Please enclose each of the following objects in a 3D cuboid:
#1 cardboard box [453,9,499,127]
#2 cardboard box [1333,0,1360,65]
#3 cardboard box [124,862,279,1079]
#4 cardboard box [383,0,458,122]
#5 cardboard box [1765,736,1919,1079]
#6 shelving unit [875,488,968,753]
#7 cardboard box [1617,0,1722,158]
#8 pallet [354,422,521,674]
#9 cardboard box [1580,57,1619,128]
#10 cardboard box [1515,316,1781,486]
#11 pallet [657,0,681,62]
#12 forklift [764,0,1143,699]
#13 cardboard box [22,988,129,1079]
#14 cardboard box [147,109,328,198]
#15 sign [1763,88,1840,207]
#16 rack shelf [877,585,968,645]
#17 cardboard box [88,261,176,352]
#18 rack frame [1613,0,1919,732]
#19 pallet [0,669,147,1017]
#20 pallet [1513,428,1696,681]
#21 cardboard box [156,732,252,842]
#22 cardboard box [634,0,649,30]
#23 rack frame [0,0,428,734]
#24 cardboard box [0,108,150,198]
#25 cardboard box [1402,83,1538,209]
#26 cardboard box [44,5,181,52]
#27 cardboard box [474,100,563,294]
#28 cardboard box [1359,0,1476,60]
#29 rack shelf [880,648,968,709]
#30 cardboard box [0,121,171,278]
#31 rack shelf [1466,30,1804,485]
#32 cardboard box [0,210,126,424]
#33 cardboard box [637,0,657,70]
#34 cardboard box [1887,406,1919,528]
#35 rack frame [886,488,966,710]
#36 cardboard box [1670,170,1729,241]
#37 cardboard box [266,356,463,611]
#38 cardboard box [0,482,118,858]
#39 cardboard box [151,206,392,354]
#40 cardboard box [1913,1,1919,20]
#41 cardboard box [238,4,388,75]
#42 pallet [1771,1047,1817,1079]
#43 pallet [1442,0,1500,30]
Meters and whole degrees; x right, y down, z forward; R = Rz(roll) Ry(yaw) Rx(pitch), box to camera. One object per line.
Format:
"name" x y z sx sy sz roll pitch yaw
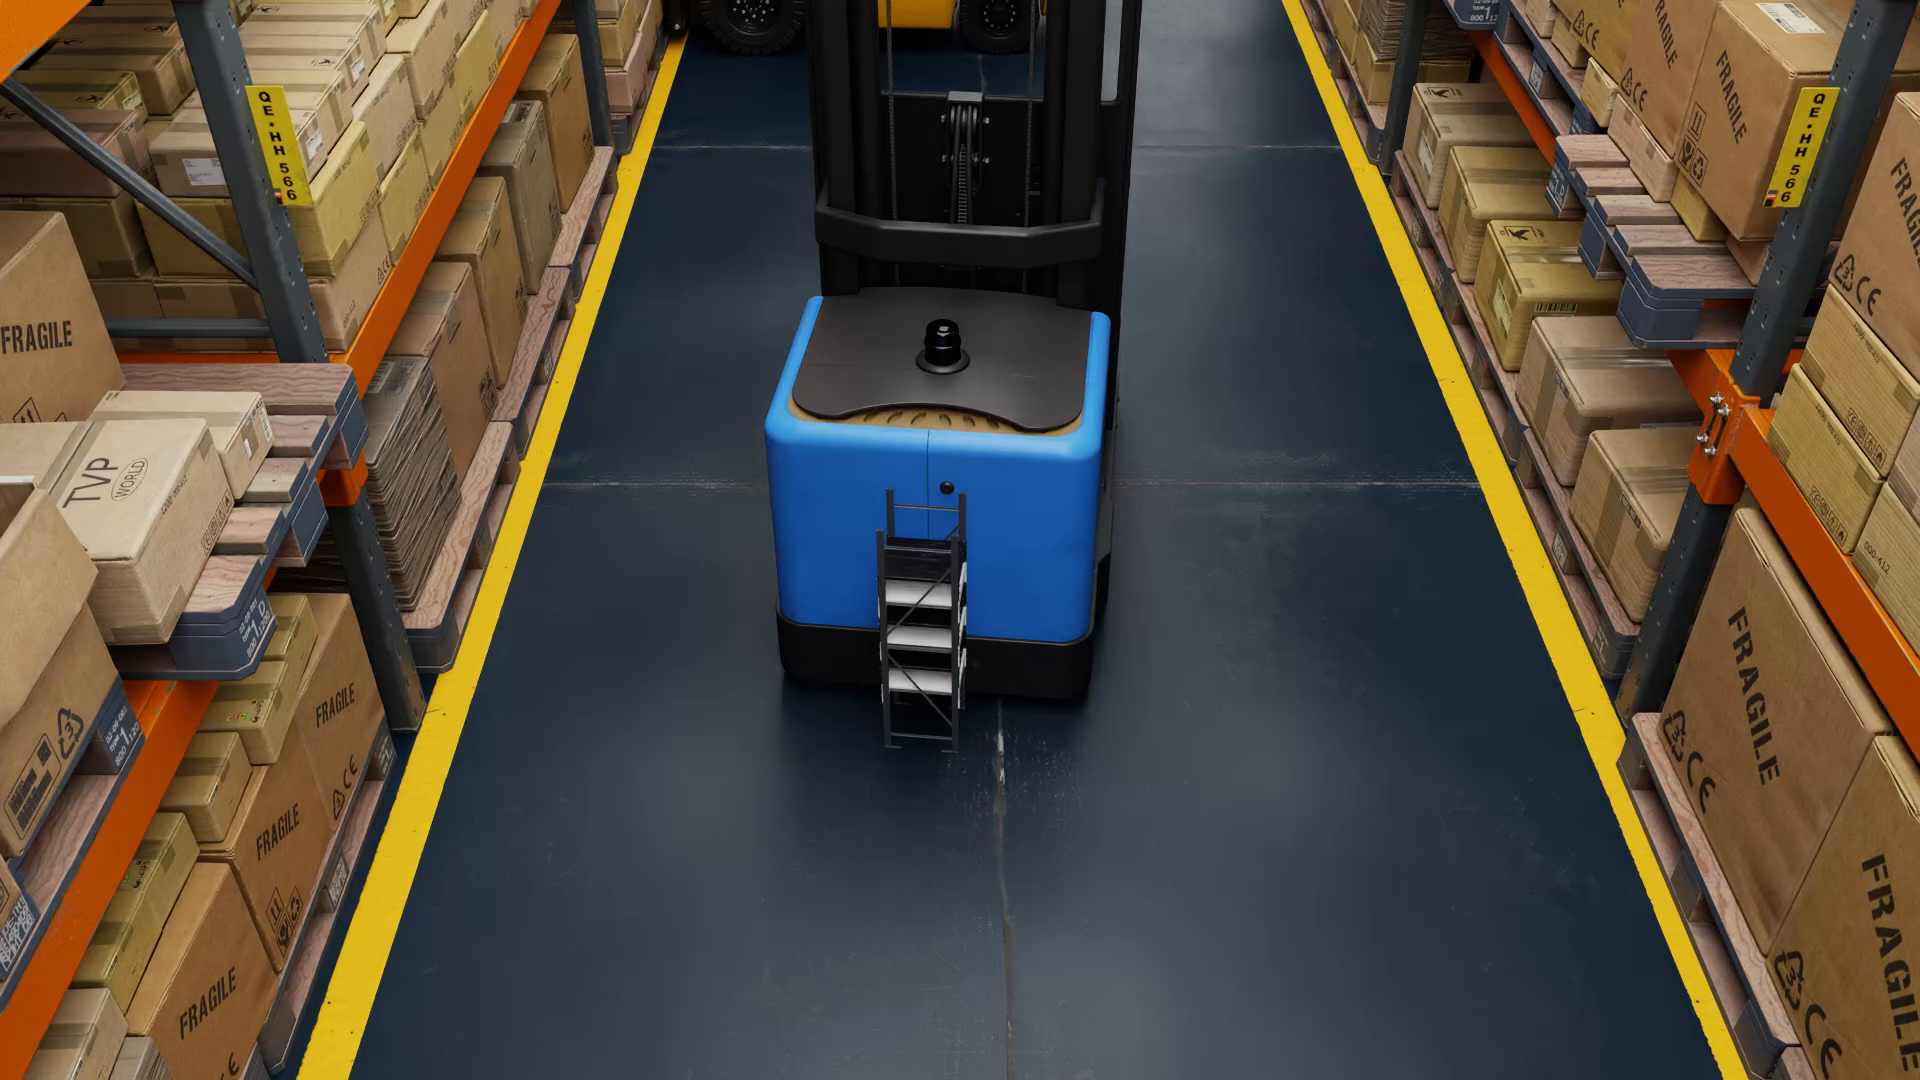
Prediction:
"cardboard box" -2.037 -1.755 6.161 0.500 0.250 0.500 1 39 1
"cardboard box" 2.400 -2.875 9.302 0.500 0.250 0.500 -1 39 -1
"cardboard box" -2.070 1.141 4.090 0.500 0.500 0.500 2 39 2
"cardboard box" -2.017 -1.629 5.605 0.500 0.250 0.500 -1 39 -1
"cardboard box" 2.599 1.074 3.874 0.875 0.875 0.875 0 39 1
"shelving unit" -0.113 0.267 5.197 0.258 0.900 0.210 4 39 5
"cardboard box" 2.395 -1.507 5.078 0.500 0.500 0.500 -1 39 -1
"pallet" -2.241 -0.001 6.083 1.003 0.211 1.213 0 39 0
"cardboard box" 2.325 -1.506 5.596 0.380 0.149 0.250 1 39 1
"cardboard box" 2.685 -0.534 6.283 0.950 0.372 0.625 -1 39 -1
"pallet" -2.247 -3.250 10.137 1.003 0.211 1.213 0 39 0
"forklift" 0.069 -1.534 5.820 1.130 2.935 3.031 4 39 5
"cardboard box" -2.052 1.122 3.596 0.380 0.149 0.250 -2 39 -2
"cardboard box" -1.985 -1.066 4.583 0.380 0.149 0.250 1 39 1
"sign" 2.142 -0.995 4.231 0.100 0.325 0.005 0 39 0
"rack shelf" -0.113 0.223 5.162 0.258 0.077 0.200 4 39 5
"cardboard box" -2.535 -0.797 4.966 0.500 0.250 0.500 -1 39 -1
"rack frame" 2.685 -0.581 4.576 1.000 3.000 0.127 0 39 0
"pallet" -2.272 0.716 3.111 1.003 0.211 1.213 0 39 0
"pallet" 2.685 0.019 6.058 1.003 0.211 1.213 0 39 0
"cardboard box" -2.038 0.628 4.212 0.380 0.149 0.250 -1 39 -2
"cardboard box" -1.978 -2.980 9.033 0.500 0.250 0.500 0 39 0
"rack frame" -2.279 -0.575 4.568 1.000 3.000 0.127 0 39 0
"cardboard box" -2.482 -1.070 4.588 0.380 0.149 0.250 1 39 1
"cardboard box" 2.683 -1.892 7.978 0.950 0.372 0.625 0 39 1
"cardboard box" -2.603 -1.549 5.186 0.380 0.149 0.250 -1 39 -1
"cardboard box" -2.278 -1.502 7.288 0.875 0.625 0.625 0 39 0
"cardboard box" 2.411 -2.835 8.653 0.500 0.500 0.500 -1 39 -1
"rack shelf" -0.113 0.434 5.330 0.258 0.077 0.200 4 39 5
"cardboard box" -2.557 -0.992 4.809 0.500 0.250 0.500 1 39 1
"rack shelf" 2.682 -1.551 6.361 1.077 0.370 4.000 0 39 0
"cardboard box" -2.435 -0.456 4.004 0.500 0.500 0.500 2 39 2
"cardboard box" -1.969 -2.787 9.192 0.500 0.250 0.500 -1 39 -1
"cardboard box" 2.438 -0.077 3.667 0.500 0.250 0.500 1 39 1
"rack frame" -0.102 0.204 5.276 0.240 0.900 0.006 4 39 5
"cardboard box" 2.376 -1.019 4.988 0.380 0.149 0.250 1 39 1
"cardboard box" -2.266 -0.202 5.666 0.875 0.625 0.625 1 39 1
"cardboard box" -2.092 0.242 3.131 0.797 0.503 0.637 -1 39 -1
"cardboard box" -2.035 -0.794 4.962 0.500 0.250 0.500 0 39 0
"cardboard box" 2.916 -1.181 4.672 0.500 0.500 0.500 -1 39 -1
"cardboard box" -2.025 -1.557 5.196 0.380 0.149 0.250 0 39 0
"pallet" 2.609 1.762 3.883 1.003 0.211 1.213 0 39 0
"pallet" 2.536 -2.529 7.161 1.003 0.211 1.213 0 39 0
